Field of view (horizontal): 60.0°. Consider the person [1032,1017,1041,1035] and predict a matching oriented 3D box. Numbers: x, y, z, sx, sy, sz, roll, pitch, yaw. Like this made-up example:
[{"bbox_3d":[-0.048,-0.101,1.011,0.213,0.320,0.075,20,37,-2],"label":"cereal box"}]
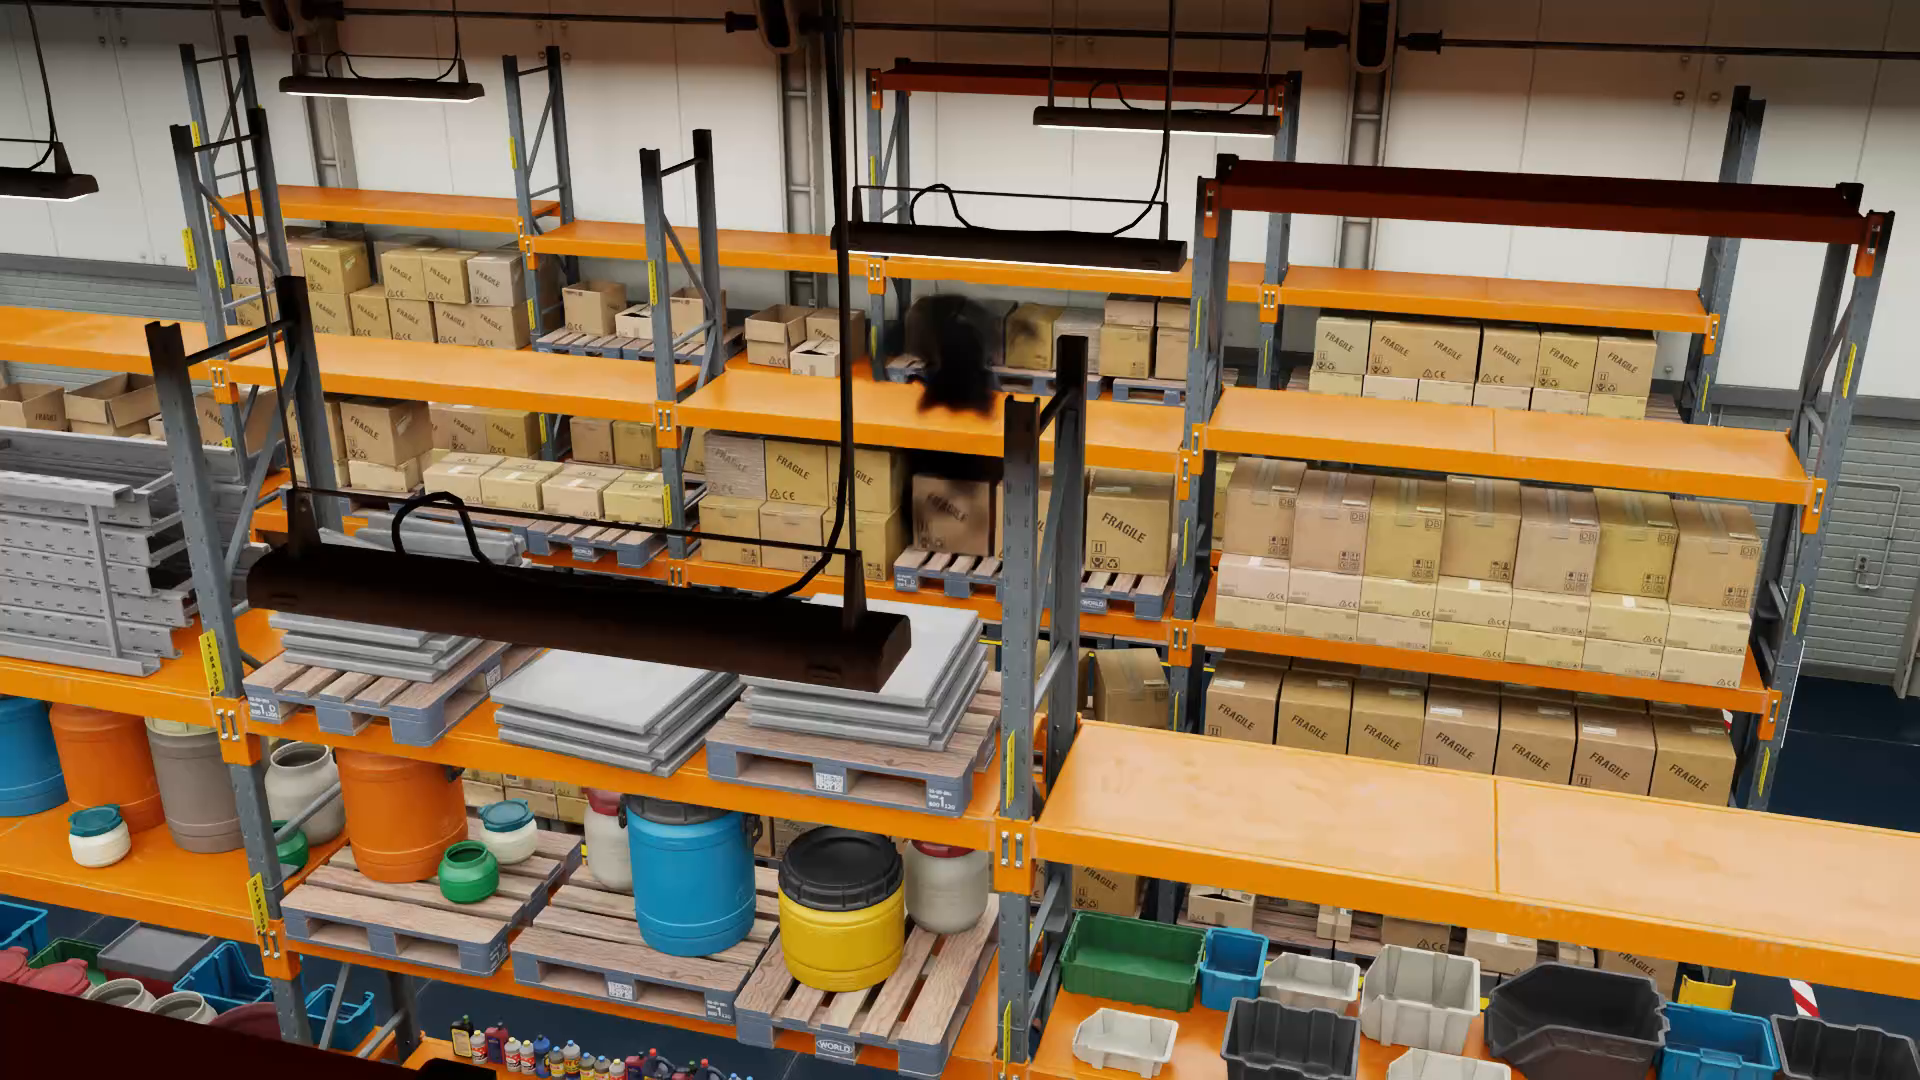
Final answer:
[{"bbox_3d":[0.245,3.471,10.478,1.070,1.444,0.582,15,27,32],"label":"person"}]
